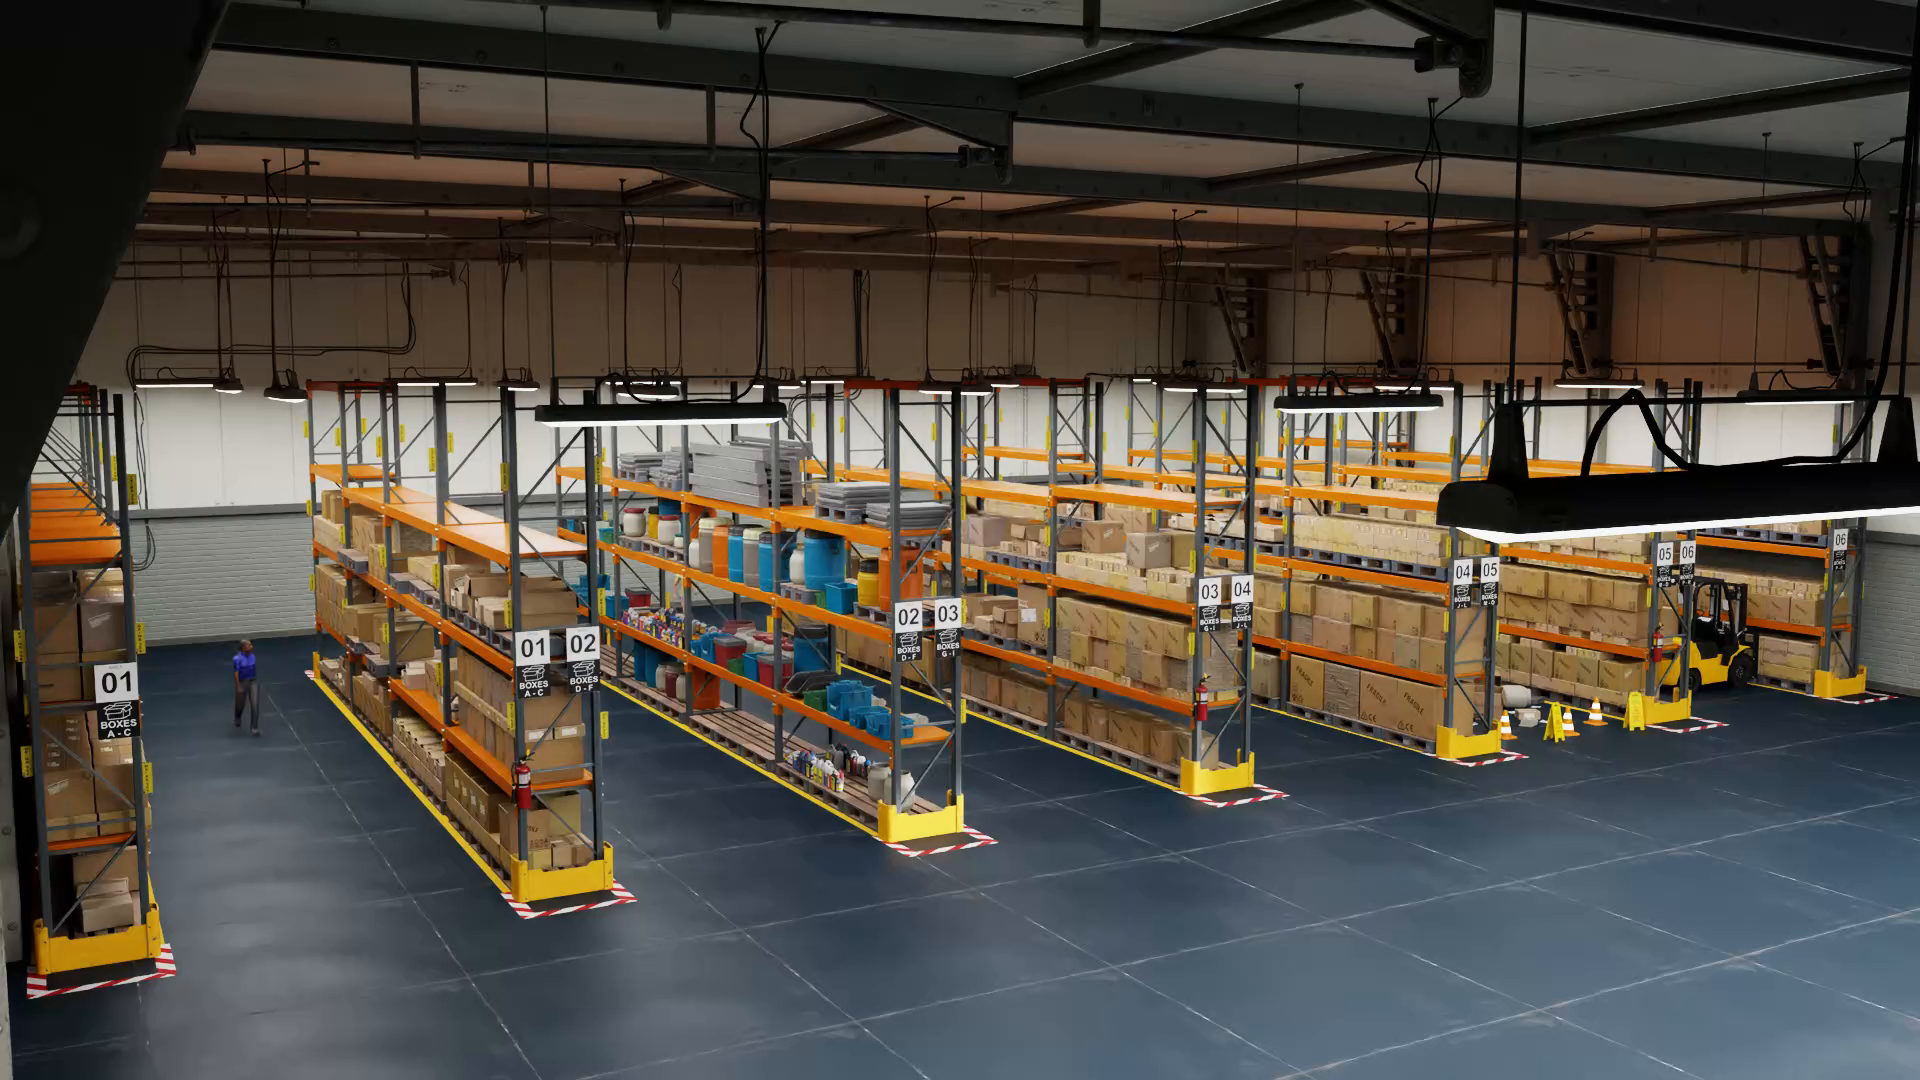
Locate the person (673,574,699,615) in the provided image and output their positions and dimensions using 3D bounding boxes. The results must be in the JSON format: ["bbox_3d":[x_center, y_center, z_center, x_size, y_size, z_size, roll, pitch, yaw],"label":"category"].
[{"bbox_3d":[-6.478,1.353,39.367,0.547,1.670,0.927,-3,7,-30],"label":"person"}]

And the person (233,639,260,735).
[{"bbox_3d":[-12.215,2.487,28.458,0.414,1.624,0.665,-4,7,-30],"label":"person"}]
